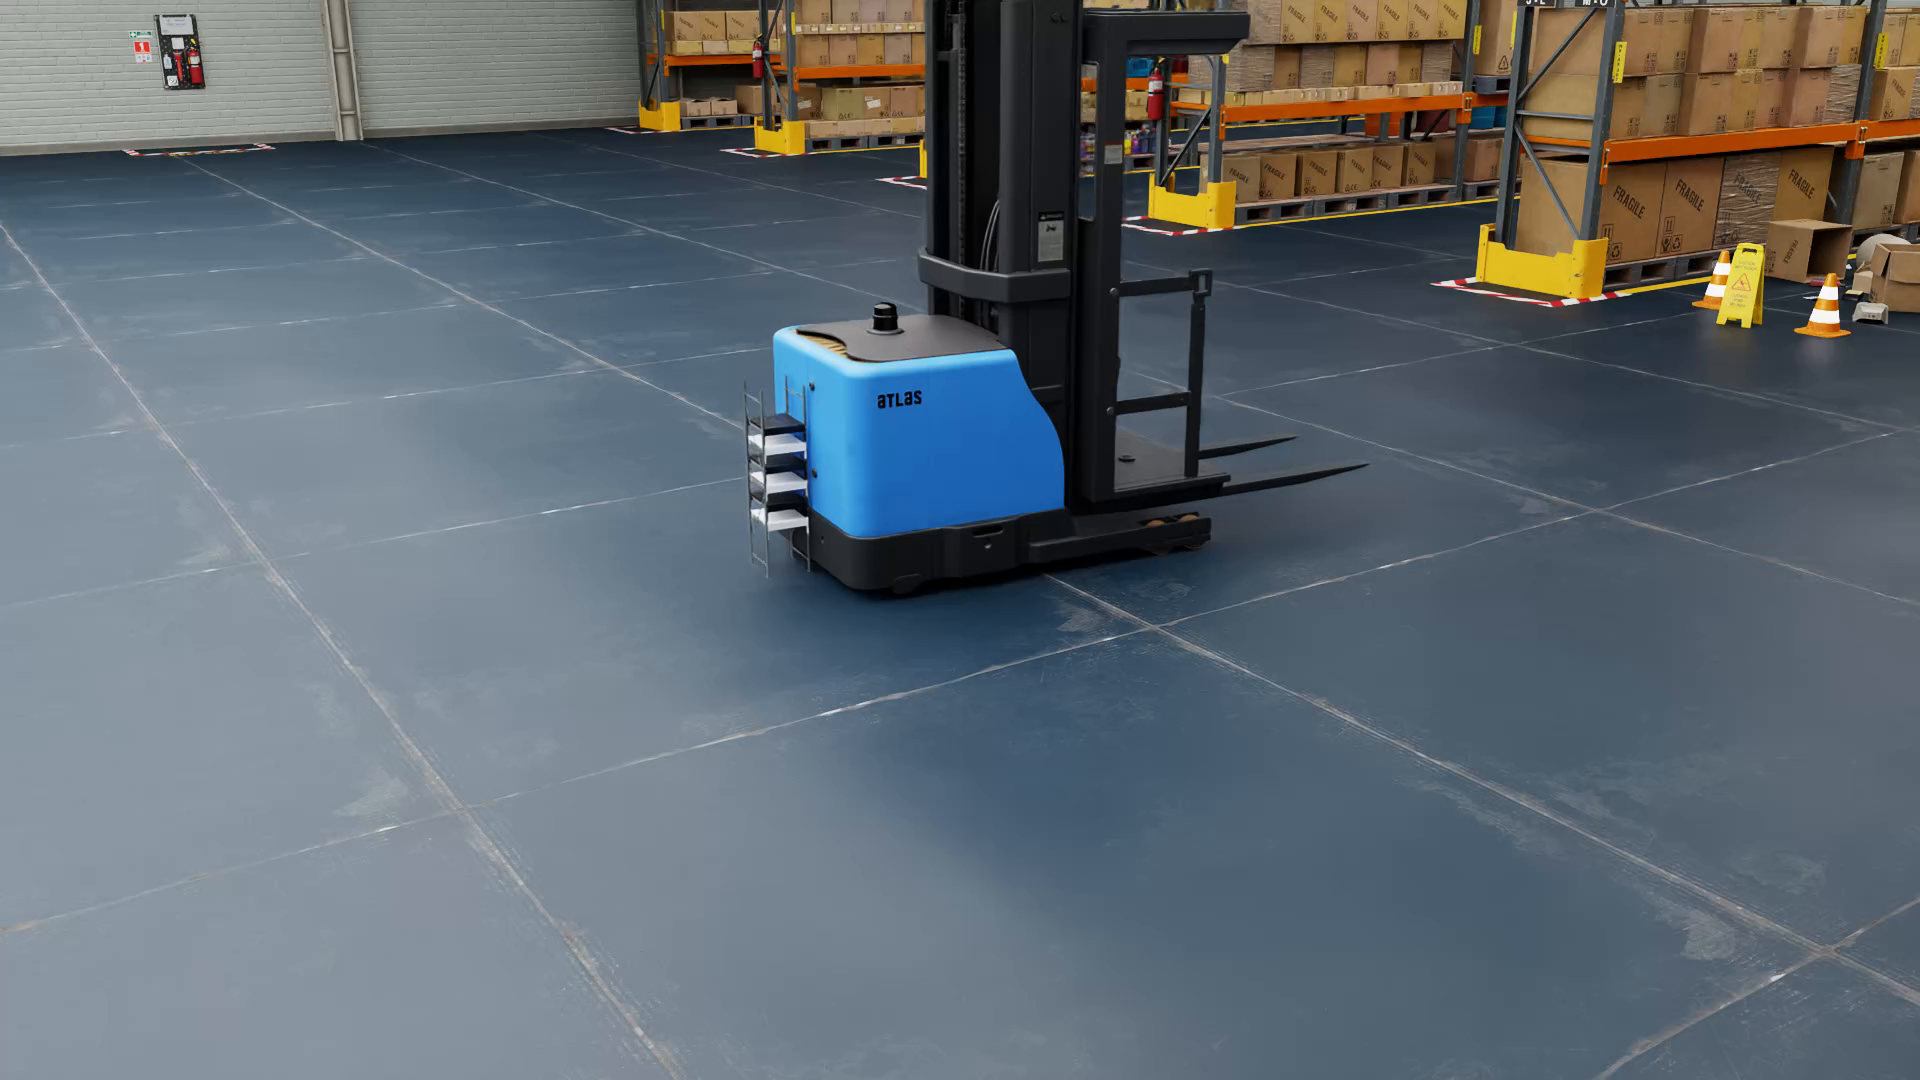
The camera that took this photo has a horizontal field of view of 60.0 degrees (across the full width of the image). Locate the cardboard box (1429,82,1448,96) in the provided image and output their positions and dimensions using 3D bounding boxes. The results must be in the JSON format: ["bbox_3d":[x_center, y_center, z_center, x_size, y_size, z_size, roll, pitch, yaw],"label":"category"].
[{"bbox_3d":[5.675,-5.468,20.127,0.250,0.149,0.380,-12,22,-31],"label":"cardboard box"}]

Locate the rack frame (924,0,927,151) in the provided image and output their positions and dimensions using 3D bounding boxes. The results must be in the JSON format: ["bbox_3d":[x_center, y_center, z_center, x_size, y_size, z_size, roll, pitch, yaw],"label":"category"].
[{"bbox_3d":[-0.158,-6.365,22.389,0.127,3.000,1.000,-12,22,-31],"label":"rack frame"}]

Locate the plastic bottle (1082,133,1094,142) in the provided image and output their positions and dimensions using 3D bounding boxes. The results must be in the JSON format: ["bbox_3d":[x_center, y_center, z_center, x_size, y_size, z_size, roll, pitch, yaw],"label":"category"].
[{"bbox_3d":[1.870,-5.813,24.322,0.135,0.276,0.152,-12,22,-31],"label":"plastic bottle"}]

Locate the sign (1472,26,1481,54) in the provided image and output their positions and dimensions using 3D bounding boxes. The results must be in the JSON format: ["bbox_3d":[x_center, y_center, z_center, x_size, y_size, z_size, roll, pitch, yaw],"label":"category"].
[{"bbox_3d":[6.212,-6.011,19.990,0.005,0.325,0.100,-12,22,-31],"label":"sign"}]

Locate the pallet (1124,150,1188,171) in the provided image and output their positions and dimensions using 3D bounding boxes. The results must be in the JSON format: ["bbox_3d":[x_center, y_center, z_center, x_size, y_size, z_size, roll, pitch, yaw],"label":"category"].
[{"bbox_3d":[2.599,-5.642,24.603,1.213,0.211,1.003,-12,22,-31],"label":"pallet"}]

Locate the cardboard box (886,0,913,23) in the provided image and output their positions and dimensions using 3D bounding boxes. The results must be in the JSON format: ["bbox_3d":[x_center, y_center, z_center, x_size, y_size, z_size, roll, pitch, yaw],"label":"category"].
[{"bbox_3d":[-1.163,-8.712,27.149,0.500,0.500,0.700,-12,22,-31],"label":"cardboard box"}]

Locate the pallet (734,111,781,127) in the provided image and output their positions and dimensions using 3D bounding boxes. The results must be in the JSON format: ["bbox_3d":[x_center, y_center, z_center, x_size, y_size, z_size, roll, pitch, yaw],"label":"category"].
[{"bbox_3d":[-3.827,-8.055,31.740,1.213,0.211,1.003,-12,22,-31],"label":"pallet"}]

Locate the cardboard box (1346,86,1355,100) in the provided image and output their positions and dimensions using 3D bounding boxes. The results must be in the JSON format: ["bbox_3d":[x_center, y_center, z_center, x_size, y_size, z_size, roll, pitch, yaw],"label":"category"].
[{"bbox_3d":[4.377,-5.226,19.410,0.250,0.149,0.380,-12,22,-31],"label":"cardboard box"}]

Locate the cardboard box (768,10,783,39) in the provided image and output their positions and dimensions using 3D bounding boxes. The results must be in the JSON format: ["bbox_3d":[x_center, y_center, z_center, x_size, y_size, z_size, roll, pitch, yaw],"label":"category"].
[{"bbox_3d":[-3.331,-9.672,31.202,0.500,0.500,0.500,-13,22,-33],"label":"cardboard box"}]

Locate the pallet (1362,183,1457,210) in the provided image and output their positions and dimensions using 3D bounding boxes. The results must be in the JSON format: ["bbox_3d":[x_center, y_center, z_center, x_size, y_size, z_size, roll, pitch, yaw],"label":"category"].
[{"bbox_3d":[5.365,-4.296,20.623,1.213,0.211,1.003,-12,22,-31],"label":"pallet"}]

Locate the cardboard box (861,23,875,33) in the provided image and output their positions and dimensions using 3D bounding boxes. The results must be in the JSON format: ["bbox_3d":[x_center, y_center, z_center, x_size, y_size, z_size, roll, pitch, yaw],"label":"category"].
[{"bbox_3d":[-1.572,-8.239,26.763,0.250,0.149,0.380,-13,23,-33],"label":"cardboard box"}]

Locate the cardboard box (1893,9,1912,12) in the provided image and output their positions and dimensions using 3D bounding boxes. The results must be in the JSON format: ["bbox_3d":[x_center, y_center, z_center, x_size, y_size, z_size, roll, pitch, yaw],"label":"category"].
[{"bbox_3d":[13.976,-7.773,25.151,0.500,0.500,0.500,-13,22,-33],"label":"cardboard box"}]

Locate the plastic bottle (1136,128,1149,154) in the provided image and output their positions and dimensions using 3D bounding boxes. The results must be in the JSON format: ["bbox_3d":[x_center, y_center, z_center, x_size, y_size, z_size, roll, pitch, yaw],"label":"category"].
[{"bbox_3d":[2.643,-5.799,24.163,0.185,0.351,0.144,-13,23,-34],"label":"plastic bottle"}]

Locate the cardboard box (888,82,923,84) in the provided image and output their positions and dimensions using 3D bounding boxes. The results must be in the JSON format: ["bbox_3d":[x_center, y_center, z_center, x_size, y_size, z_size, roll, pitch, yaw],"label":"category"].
[{"bbox_3d":[-0.933,-7.473,28.132,0.500,0.500,0.500,-12,22,-31],"label":"cardboard box"}]

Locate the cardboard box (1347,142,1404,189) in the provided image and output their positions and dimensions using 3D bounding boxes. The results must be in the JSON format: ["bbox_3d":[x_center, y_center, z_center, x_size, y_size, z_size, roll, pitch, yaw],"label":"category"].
[{"bbox_3d":[5.076,-4.597,20.406,0.500,0.500,0.500,-5,19,-14],"label":"cardboard box"}]

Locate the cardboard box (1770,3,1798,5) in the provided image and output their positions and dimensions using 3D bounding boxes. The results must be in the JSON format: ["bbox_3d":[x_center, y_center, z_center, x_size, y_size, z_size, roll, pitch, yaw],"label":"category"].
[{"bbox_3d":[11.480,-7.444,23.858,0.637,0.503,0.797,-12,22,-31],"label":"cardboard box"}]

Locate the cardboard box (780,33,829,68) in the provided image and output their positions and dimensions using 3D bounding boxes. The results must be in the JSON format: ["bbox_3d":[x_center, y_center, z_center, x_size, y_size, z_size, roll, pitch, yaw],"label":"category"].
[{"bbox_3d":[-2.482,-7.817,26.527,0.500,0.500,0.700,-12,22,-31],"label":"cardboard box"}]

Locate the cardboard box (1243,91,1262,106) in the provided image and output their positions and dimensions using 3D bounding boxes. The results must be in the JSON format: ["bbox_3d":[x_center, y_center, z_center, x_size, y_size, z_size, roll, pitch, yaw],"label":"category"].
[{"bbox_3d":[3.155,-4.947,18.585,0.250,0.149,0.380,-12,22,-31],"label":"cardboard box"}]

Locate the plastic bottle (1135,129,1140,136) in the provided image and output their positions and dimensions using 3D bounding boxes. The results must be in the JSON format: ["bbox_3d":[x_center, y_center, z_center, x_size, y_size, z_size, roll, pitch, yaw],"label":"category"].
[{"bbox_3d":[2.675,-6.047,25.020,0.097,0.271,0.097,0,19,0],"label":"plastic bottle"}]

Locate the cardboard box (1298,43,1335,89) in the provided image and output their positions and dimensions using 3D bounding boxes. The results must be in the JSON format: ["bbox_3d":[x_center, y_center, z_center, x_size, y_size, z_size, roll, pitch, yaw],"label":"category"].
[{"bbox_3d":[3.833,-5.515,19.253,0.500,0.500,0.875,-12,22,-31],"label":"cardboard box"}]

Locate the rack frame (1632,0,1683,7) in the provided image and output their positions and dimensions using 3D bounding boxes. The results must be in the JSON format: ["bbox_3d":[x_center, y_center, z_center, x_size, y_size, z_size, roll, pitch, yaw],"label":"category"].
[{"bbox_3d":[9.247,-6.449,22.638,0.127,3.000,1.000,-12,22,-31],"label":"rack frame"}]

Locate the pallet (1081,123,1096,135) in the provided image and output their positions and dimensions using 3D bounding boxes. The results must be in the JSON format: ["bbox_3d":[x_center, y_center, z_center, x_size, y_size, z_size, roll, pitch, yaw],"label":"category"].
[{"bbox_3d":[2.075,-7.431,29.895,1.213,0.211,1.003,-12,22,-31],"label":"pallet"}]

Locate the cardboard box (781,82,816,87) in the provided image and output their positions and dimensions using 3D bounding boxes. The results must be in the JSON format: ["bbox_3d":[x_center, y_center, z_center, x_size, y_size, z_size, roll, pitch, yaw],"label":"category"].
[{"bbox_3d":[-3.111,-8.550,32.069,0.500,0.500,0.500,-14,23,-35],"label":"cardboard box"}]

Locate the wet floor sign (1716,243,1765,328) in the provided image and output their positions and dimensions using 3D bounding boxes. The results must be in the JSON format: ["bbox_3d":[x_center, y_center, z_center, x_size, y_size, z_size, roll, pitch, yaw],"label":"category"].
[{"bbox_3d":[6.274,-2.046,13.289,0.232,0.644,0.267,-17,25,-41],"label":"wet floor sign"}]

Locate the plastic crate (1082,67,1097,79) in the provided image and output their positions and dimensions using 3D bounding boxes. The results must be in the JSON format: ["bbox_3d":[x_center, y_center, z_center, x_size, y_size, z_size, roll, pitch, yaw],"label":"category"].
[{"bbox_3d":[1.966,-6.591,23.469,0.437,0.136,0.530,-12,22,-31],"label":"plastic crate"}]

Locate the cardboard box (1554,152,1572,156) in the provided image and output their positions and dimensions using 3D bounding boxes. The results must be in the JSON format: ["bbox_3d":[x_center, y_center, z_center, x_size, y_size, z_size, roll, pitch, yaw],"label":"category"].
[{"bbox_3d":[7.773,-5.147,22.003,0.500,0.500,0.700,-10,21,-27],"label":"cardboard box"}]

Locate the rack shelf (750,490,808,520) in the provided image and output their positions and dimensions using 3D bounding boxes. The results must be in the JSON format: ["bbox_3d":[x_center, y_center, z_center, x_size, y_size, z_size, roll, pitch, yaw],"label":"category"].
[{"bbox_3d":[-0.846,-0.173,7.736,0.200,0.077,0.258,-9,21,-25],"label":"rack shelf"}]

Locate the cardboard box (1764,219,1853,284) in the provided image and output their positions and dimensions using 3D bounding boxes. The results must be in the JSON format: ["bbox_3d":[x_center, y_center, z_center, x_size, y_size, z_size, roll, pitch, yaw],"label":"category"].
[{"bbox_3d":[7.818,-2.669,15.356,0.500,0.500,0.500,-8,20,-22],"label":"cardboard box"}]

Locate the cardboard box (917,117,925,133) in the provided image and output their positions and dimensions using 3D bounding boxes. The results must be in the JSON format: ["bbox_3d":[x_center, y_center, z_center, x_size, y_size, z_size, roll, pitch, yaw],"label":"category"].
[{"bbox_3d":[-0.638,-6.974,27.828,0.500,0.250,0.500,-12,22,-31],"label":"cardboard box"}]

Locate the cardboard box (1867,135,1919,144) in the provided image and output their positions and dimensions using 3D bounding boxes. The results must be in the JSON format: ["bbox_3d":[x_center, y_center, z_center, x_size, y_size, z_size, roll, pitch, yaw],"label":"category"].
[{"bbox_3d":[10.605,-4.000,18.250,0.750,0.750,1.050,-12,22,-31],"label":"cardboard box"}]

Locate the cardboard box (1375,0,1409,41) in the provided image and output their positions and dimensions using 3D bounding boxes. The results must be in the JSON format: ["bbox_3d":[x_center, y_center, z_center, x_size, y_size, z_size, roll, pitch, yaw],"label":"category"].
[{"bbox_3d":[4.847,-6.078,19.357,0.500,0.500,0.500,-12,22,-31],"label":"cardboard box"}]

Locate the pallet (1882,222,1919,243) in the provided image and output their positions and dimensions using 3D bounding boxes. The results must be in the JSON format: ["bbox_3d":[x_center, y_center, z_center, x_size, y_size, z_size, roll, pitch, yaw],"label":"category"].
[{"bbox_3d":[10.173,-3.452,18.125,1.213,0.211,1.003,-12,22,-31],"label":"pallet"}]

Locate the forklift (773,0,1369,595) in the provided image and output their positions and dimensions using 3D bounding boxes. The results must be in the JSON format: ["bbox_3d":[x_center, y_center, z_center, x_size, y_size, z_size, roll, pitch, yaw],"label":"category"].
[{"bbox_3d":[0.655,-1.456,7.974,3.031,2.935,1.130,-9,21,-25],"label":"forklift"}]

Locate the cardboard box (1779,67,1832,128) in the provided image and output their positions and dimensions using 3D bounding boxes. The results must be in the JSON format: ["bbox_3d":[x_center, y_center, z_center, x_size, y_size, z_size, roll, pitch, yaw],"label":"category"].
[{"bbox_3d":[7.802,-4.300,16.047,0.550,0.550,0.875,-12,22,-31],"label":"cardboard box"}]

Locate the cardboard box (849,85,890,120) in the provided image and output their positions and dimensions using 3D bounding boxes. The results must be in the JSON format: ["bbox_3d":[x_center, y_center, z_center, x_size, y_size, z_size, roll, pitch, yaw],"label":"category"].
[{"bbox_3d":[-1.482,-7.157,27.199,0.500,0.500,0.500,-12,22,-31],"label":"cardboard box"}]

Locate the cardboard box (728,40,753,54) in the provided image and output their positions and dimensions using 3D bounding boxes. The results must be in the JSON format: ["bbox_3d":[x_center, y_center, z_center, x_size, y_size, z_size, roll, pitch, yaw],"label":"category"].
[{"bbox_3d":[-4.170,-9.138,30.794,0.500,0.250,0.500,-12,22,-32],"label":"cardboard box"}]

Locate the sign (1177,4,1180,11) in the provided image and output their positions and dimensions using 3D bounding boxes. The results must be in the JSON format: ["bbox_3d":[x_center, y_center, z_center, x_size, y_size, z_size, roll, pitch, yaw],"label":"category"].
[{"bbox_3d":[4.722,-11.496,35.882,0.005,0.325,0.100,-12,22,-31],"label":"sign"}]

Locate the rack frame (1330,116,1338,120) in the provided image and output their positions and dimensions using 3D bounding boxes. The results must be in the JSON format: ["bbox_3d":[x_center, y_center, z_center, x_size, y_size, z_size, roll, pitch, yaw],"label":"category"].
[{"bbox_3d":[7.143,-9.804,32.562,0.127,3.000,1.000,-12,22,-31],"label":"rack frame"}]

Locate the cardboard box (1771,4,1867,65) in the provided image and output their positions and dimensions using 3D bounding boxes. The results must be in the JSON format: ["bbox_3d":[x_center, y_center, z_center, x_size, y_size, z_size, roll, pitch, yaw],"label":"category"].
[{"bbox_3d":[8.223,-4.927,16.215,0.550,0.550,0.875,-12,22,-31],"label":"cardboard box"}]

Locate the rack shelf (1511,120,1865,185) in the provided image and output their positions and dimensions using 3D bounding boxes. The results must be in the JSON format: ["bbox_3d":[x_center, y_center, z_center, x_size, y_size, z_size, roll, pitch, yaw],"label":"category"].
[{"bbox_3d":[6.880,-3.707,15.650,4.000,0.370,1.077,-12,22,-31],"label":"rack shelf"}]

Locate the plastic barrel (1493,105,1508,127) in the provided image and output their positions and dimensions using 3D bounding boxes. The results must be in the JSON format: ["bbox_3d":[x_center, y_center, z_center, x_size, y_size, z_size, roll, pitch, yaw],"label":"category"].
[{"bbox_3d":[9.400,-7.592,28.640,0.708,0.901,0.600,-12,22,-31],"label":"plastic barrel"}]

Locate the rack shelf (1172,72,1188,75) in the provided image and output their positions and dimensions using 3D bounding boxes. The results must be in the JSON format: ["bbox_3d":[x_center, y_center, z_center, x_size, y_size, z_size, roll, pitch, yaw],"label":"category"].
[{"bbox_3d":[4.853,-7.081,25.630,4.000,0.370,1.077,-12,22,-31],"label":"rack shelf"}]

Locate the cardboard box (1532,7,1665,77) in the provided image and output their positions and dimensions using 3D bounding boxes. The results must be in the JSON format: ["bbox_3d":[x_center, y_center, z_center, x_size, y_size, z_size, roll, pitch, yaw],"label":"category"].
[{"bbox_3d":[5.541,-4.333,14.459,0.550,0.550,0.875,-12,22,-31],"label":"cardboard box"}]

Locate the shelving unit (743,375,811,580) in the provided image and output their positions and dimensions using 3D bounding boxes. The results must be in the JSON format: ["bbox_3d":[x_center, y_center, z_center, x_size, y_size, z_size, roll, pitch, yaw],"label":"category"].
[{"bbox_3d":[-0.846,-0.290,7.696,0.210,0.900,0.258,-9,21,-25],"label":"shelving unit"}]

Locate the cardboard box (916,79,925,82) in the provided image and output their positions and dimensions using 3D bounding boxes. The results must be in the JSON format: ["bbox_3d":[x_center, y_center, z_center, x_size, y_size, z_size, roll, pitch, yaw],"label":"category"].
[{"bbox_3d":[-0.808,-9.061,33.581,0.500,0.500,0.700,-12,22,-31],"label":"cardboard box"}]

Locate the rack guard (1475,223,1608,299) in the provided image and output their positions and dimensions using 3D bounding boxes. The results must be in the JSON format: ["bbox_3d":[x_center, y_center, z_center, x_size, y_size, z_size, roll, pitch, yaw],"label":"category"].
[{"bbox_3d":[5.189,-2.507,14.881,0.348,0.500,1.175,-12,22,-31],"label":"rack guard"}]

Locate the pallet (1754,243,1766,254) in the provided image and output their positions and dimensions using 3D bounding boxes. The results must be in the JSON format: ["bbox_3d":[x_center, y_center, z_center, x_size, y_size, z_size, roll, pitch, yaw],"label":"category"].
[{"bbox_3d":[7.872,-2.966,16.690,1.213,0.211,1.003,-12,22,-31],"label":"pallet"}]

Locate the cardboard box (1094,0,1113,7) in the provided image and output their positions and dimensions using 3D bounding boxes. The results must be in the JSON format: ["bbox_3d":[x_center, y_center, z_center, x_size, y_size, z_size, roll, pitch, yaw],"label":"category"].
[{"bbox_3d":[2.882,-11.264,35.056,0.500,0.250,0.500,-12,22,-33],"label":"cardboard box"}]

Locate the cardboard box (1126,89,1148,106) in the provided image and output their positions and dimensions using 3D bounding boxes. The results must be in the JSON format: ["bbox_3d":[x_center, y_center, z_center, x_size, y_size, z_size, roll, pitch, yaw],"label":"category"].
[{"bbox_3d":[3.070,-8.010,30.018,0.500,0.311,0.500,-12,22,-32],"label":"cardboard box"}]
